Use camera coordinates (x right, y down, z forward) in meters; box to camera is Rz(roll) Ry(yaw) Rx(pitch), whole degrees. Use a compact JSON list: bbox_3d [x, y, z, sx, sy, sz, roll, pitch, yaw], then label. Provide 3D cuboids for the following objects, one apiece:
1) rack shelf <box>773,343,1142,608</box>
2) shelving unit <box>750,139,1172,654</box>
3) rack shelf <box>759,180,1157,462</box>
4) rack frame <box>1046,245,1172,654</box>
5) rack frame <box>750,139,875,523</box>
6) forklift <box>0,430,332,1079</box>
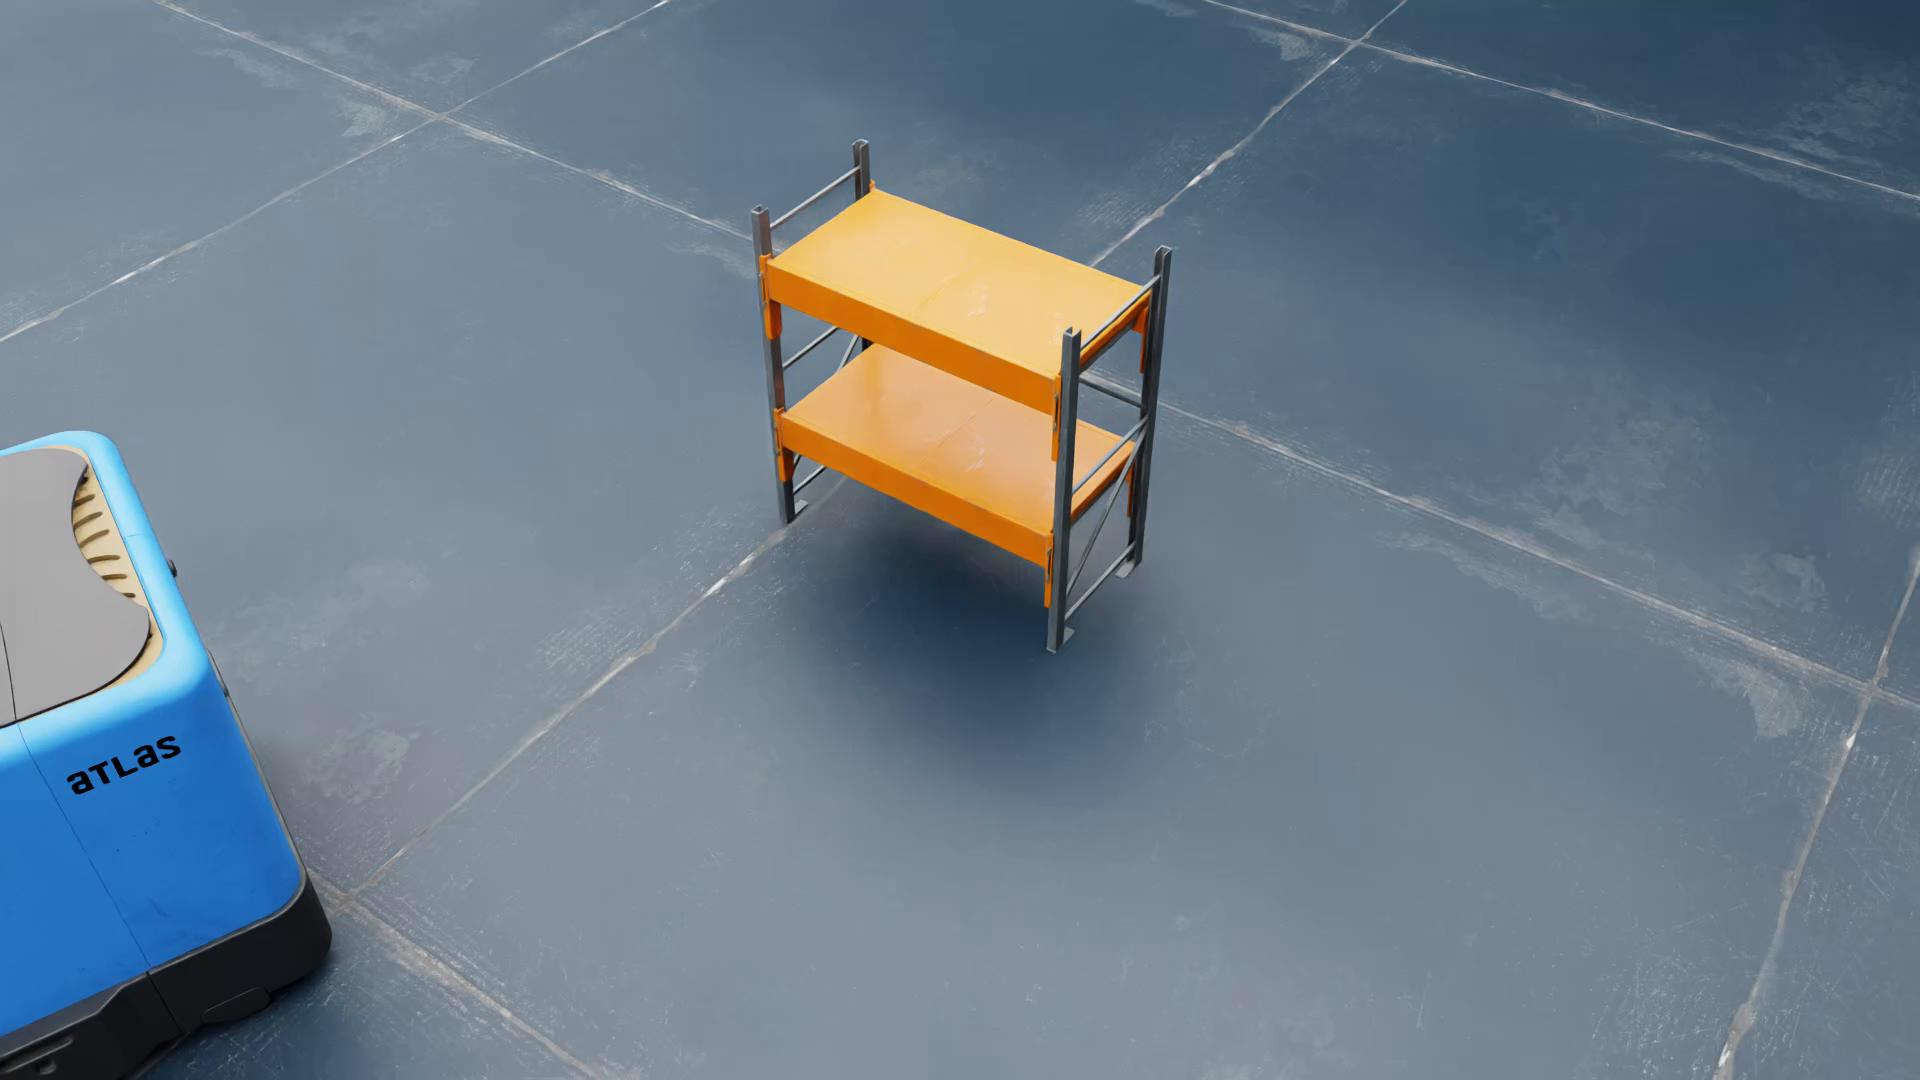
[{"bbox_3d":[-0.006,-0.240,5.041,1.000,0.278,0.538,25,48,25],"label":"rack shelf"},{"bbox_3d":[-0.006,-0.422,4.878,1.048,1.125,0.538,25,48,25],"label":"shelving unit"},{"bbox_3d":[-0.006,-0.640,4.683,1.000,0.278,0.538,25,48,25],"label":"rack shelf"},{"bbox_3d":[0.411,-0.227,4.660,0.032,1.125,0.500,25,48,25],"label":"rack frame"},{"bbox_3d":[-0.422,-0.616,5.095,0.032,1.125,0.500,25,48,25],"label":"rack frame"},{"bbox_3d":[-3.043,0.228,2.798,3.031,2.935,1.130,-23,47,-24],"label":"forklift"}]
